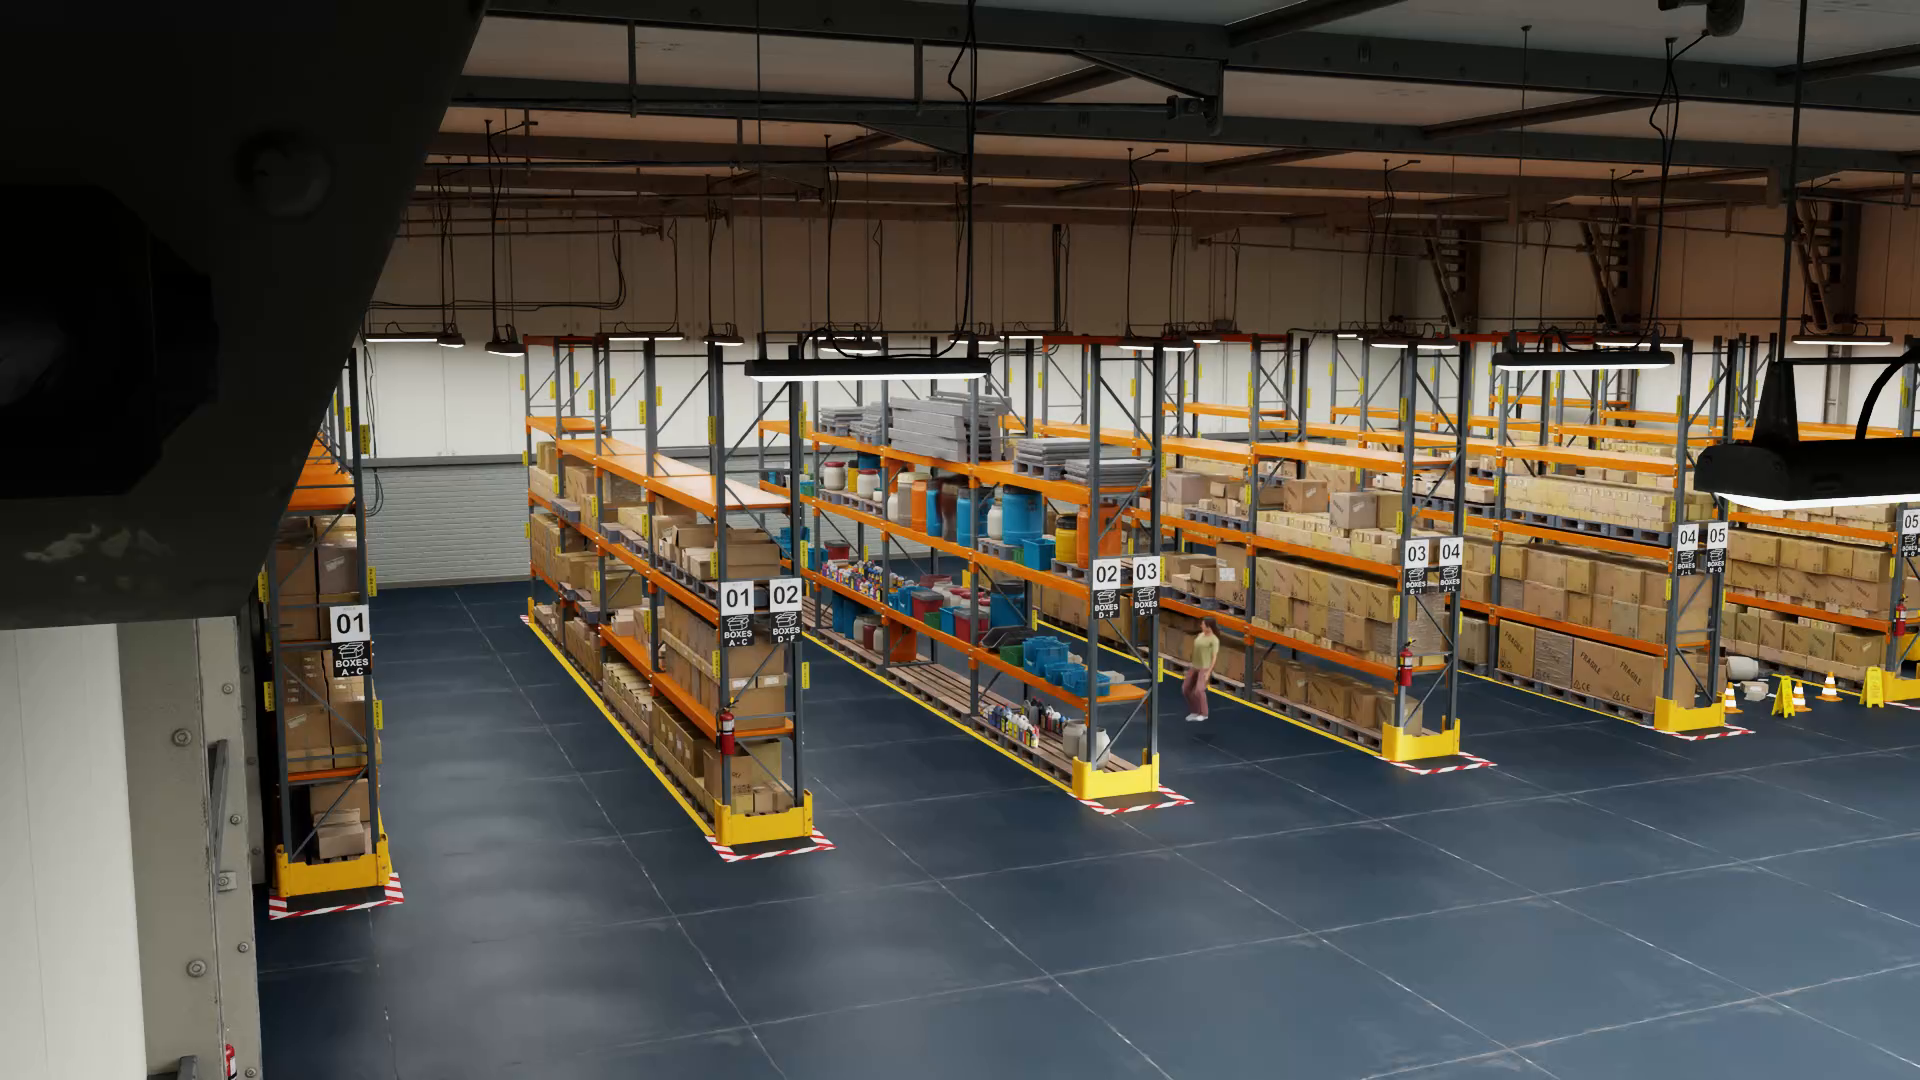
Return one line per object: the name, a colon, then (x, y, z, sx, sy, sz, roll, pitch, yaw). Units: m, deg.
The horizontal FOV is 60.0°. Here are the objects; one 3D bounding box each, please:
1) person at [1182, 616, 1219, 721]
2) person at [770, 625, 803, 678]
person: (3.636, 1.964, 25.156, 0.475, 1.647, 0.545, -7, 10, -42)
person: (-2.976, 1.508, 28.242, 0.509, 1.610, 0.920, -4, 9, -28)
